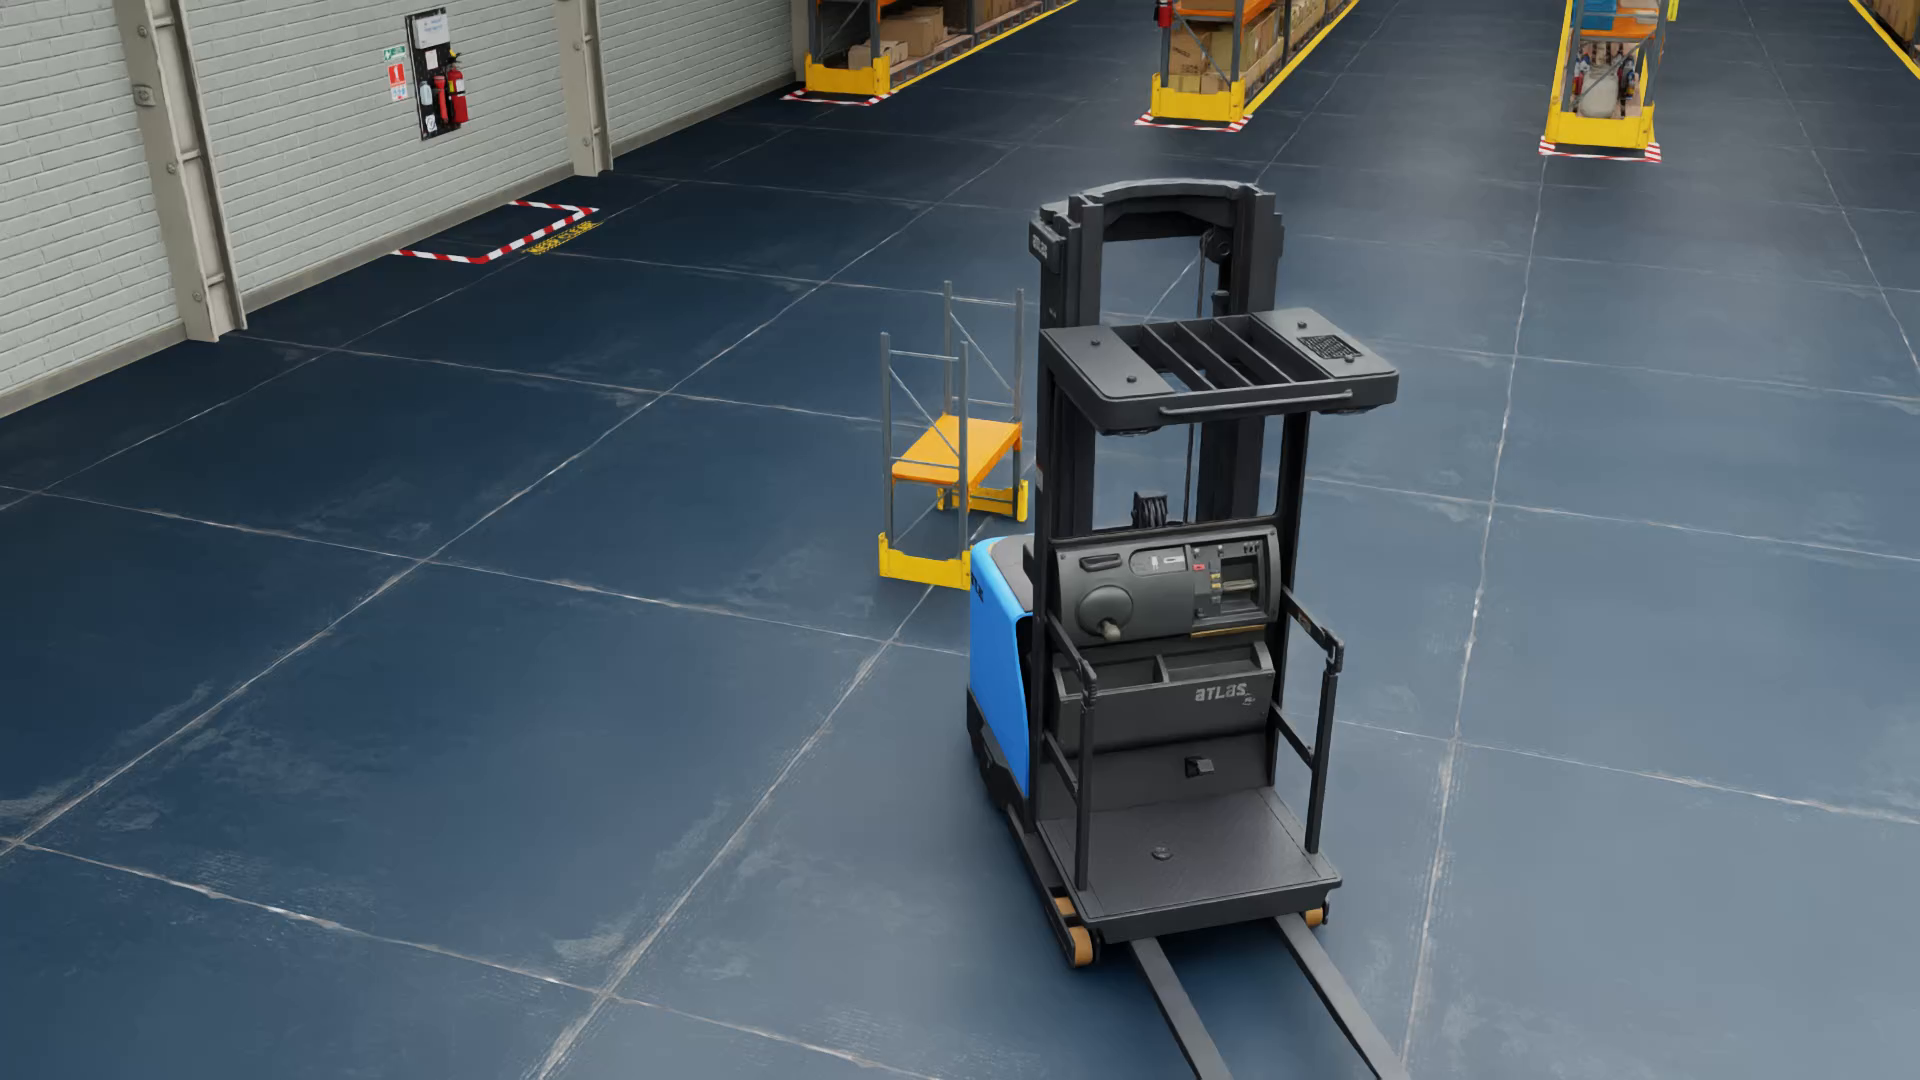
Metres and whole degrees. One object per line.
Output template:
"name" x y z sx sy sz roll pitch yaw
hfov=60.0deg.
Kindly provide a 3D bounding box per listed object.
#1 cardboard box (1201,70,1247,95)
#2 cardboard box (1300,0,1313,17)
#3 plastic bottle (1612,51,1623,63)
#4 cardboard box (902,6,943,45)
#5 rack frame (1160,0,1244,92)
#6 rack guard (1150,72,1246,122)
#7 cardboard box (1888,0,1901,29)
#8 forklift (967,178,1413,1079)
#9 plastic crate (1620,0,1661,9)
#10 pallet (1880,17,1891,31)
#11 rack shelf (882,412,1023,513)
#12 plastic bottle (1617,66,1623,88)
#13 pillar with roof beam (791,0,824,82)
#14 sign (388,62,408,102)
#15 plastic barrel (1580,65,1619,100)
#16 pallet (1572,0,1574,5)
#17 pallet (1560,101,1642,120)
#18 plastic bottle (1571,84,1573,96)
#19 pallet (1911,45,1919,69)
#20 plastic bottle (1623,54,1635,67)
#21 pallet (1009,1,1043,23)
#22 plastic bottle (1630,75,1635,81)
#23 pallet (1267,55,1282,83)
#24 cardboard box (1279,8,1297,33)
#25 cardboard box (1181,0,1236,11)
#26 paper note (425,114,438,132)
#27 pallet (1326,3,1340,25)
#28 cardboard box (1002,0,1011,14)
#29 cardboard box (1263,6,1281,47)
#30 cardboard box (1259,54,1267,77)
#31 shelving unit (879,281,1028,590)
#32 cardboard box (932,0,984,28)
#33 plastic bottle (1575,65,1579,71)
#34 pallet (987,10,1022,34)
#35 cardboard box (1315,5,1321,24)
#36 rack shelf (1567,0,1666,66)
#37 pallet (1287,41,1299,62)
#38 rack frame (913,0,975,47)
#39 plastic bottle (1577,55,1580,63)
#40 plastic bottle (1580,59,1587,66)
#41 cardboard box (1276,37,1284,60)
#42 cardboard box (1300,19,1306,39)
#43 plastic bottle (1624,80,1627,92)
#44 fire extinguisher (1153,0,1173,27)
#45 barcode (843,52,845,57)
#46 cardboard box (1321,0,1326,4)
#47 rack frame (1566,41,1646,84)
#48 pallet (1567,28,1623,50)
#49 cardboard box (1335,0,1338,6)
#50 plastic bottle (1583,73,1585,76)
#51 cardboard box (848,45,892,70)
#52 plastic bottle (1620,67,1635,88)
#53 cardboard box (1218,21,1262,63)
"cardboard box" 3.470 -6.007 21.889 0.500 0.250 0.500 9 27 17
"cardboard box" 5.296 -8.481 26.354 0.500 0.311 0.500 10 27 19
"plastic bottle" 9.004 -6.512 22.792 0.144 0.351 0.185 9 27 17
"cardboard box" -0.567 -7.869 25.424 0.500 0.500 0.500 7 27 14
"rack frame" 3.082 -6.868 20.993 1.000 3.000 0.127 9 27 17
"rack guard" 3.074 -5.733 21.517 1.175 0.500 0.348 9 27 17
"cardboard box" 15.638 -8.596 26.518 1.225 0.875 0.875 9 27 18
"forklift" 0.891 0.215 6.443 1.130 2.935 3.031 -6 27 -13
"plastic crate" 8.781 -6.969 21.504 0.530 0.136 0.437 9 27 17
"pallet" 16.230 -8.778 28.138 1.003 0.211 1.213 9 27 17
"rack shelf" -0.028 -0.478 9.929 0.538 0.185 1.000 9 27 17
"plastic bottle" 8.811 -6.198 22.222 0.061 0.283 0.133 9 27 17
"pillar with roof beam" 1.886 -10.074 20.729 9.100 9.000 0.400 9 27 17
"sign" -5.310 -4.326 15.701 0.001 0.329 0.234 9 27 17
"plastic barrel" 8.066 -5.705 20.963 0.421 0.512 0.421 0 26 0
"pallet" 11.449 -9.513 29.656 1.003 0.211 1.213 9 27 17
"pallet" 8.008 -5.264 20.880 1.003 0.211 1.213 9 27 17
"plastic bottle" 7.950 -5.905 21.710 0.097 0.201 0.097 0 26 0
"pallet" 14.823 -7.141 24.757 1.003 0.211 1.213 9 27 17
"plastic bottle" 9.077 -6.412 22.586 0.144 0.351 0.185 7 27 15
"pallet" 0.810 -9.296 29.208 1.003 0.211 1.213 9 27 17
"plastic bottle" 8.742 -5.914 21.634 0.061 0.283 0.133 9 27 18
"pallet" 4.109 -6.936 24.333 1.003 0.211 1.213 9 27 17
"cardboard box" 4.786 -7.849 25.049 0.500 0.311 0.500 9 27 18
"cardboard box" 3.249 -7.103 21.363 0.700 0.500 0.500 9 27 17
"paper note" -5.152 -4.063 16.210 0.016 0.148 0.142 9 27 17
"pallet" 6.028 -9.202 29.013 1.003 0.211 1.213 9 27 17
"cardboard box" 0.461 -9.239 28.253 0.700 0.500 0.500 9 27 17
"cardboard box" 4.288 -7.375 23.852 0.500 0.500 0.500 9 27 17
"cardboard box" 3.971 -6.624 23.161 0.500 0.250 0.500 9 27 17
"shelving unit" -0.025 -0.644 9.858 0.587 1.500 1.083 9 27 17
"cardboard box" -0.030 -8.606 26.947 0.700 0.500 0.500 10 27 19
"plastic bottle" 8.157 -6.197 22.142 0.144 0.351 0.185 10 28 20
"pallet" 0.403 -8.797 28.176 1.003 0.211 1.213 9 27 17
"cardboard box" 5.631 -8.643 27.332 0.500 0.250 0.500 8 27 17
"rack shelf" 8.417 -6.646 21.360 1.077 0.370 4.000 9 27 17
"pallet" 4.622 -7.565 25.632 1.003 0.211 1.213 9 27 17
"rack frame" -0.259 -9.228 25.868 1.000 3.000 0.127 9 27 17
"plastic bottle" 8.423 -6.526 22.821 0.144 0.351 0.185 10 27 19
"plastic bottle" 8.489 -6.413 22.679 0.097 0.271 0.097 0 26 0
"cardboard box" 4.465 -7.241 24.436 0.500 0.250 0.500 9 27 17
"cardboard box" 5.122 -8.016 26.037 0.500 0.250 0.500 8 27 16
"plastic bottle" 8.829 -6.009 21.925 0.097 0.201 0.097 0 26 0
"fire extinguisher" 2.605 -6.852 21.048 0.296 0.674 0.183 9 27 17
"barcode" -1.647 -6.913 23.657 0.001 0.075 0.075 9 27 17
"cardboard box" 5.802 -9.108 27.650 0.500 0.311 0.500 9 27 19
"rack frame" 9.083 -7.792 22.901 1.000 3.000 0.127 9 27 17
"pallet" 10.120 -7.868 26.258 1.003 0.211 1.213 9 27 17
"cardboard box" 6.334 -9.590 28.978 0.500 0.500 0.500 8 27 16
"plastic bottle" 8.285 -6.131 22.176 0.097 0.201 0.097 0 26 0
"cardboard box" -1.275 -6.844 23.523 0.500 0.311 0.500 6 26 12
"plastic bottle" 8.911 -6.180 22.192 0.152 0.276 0.135 9 27 18
"cardboard box" 3.789 -6.758 22.578 0.500 0.500 0.500 9 27 17
